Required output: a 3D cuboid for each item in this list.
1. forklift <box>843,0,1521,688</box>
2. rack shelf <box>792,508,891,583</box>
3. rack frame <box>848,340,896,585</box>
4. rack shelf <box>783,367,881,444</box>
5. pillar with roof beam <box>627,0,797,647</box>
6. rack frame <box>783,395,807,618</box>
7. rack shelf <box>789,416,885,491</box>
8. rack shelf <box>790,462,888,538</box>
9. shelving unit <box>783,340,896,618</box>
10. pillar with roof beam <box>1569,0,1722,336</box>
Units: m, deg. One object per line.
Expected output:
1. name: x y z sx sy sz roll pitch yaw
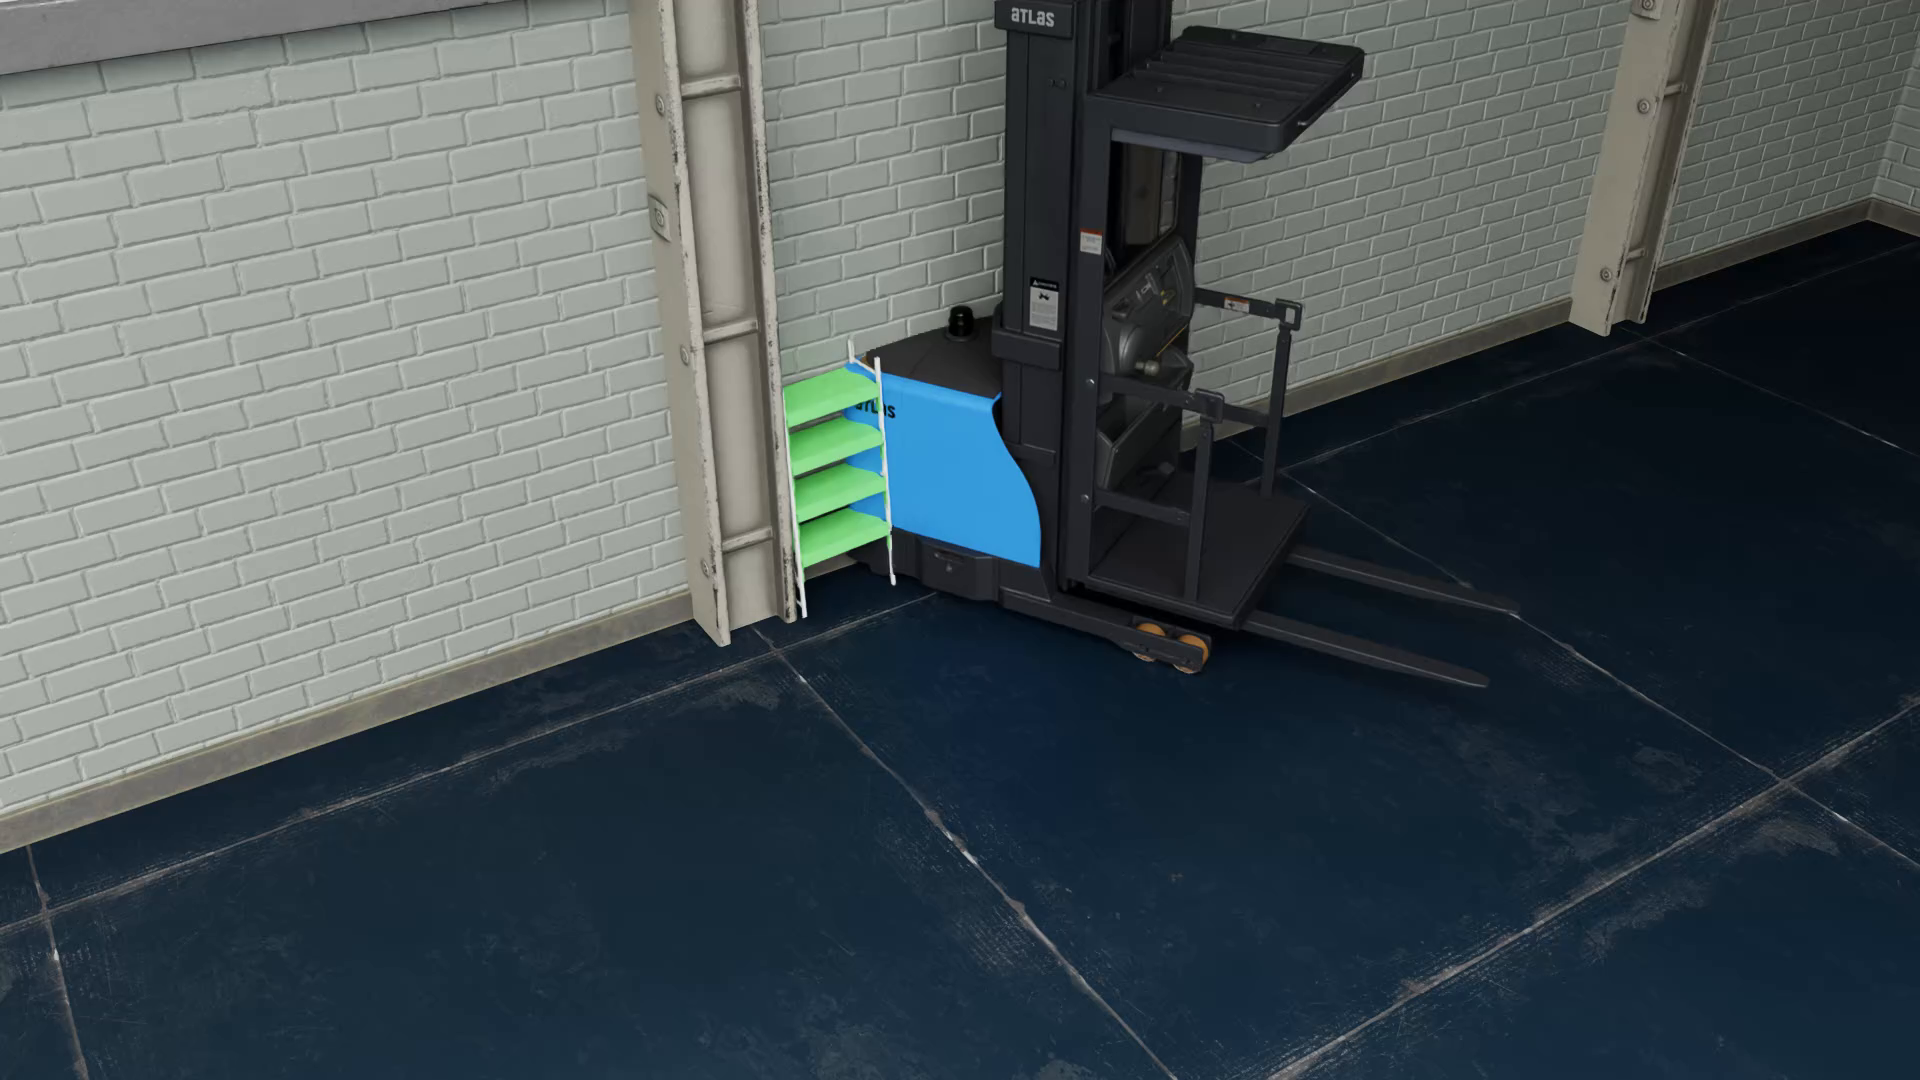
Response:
1. forklift: 0.993 -0.978 7.054 3.031 2.935 1.130 16 35 23
2. rack shelf: -0.592 0.003 7.739 0.480 0.148 0.258 -22 37 -28
3. rack frame: -0.404 -0.336 7.694 0.015 1.200 0.240 -22 37 -28
4. rack shelf: -0.620 -0.609 7.360 0.480 0.148 0.258 -22 37 -28
5. pillar with roof beam: 1.335 -1.519 2.224 0.400 9.000 9.100 -19 37 -27
6. rack frame: -0.803 -0.175 7.464 0.015 1.200 0.240 -22 37 -28
7. rack shelf: -0.611 -0.405 7.487 0.480 0.148 0.258 -22 37 -28
8. rack shelf: -0.601 -0.201 7.613 0.480 0.148 0.258 -22 37 -28
9. shelving unit: -0.604 -0.255 7.579 0.503 1.200 0.258 -22 37 -28
10. pillar with roof beam: 6.378 -3.254 4.973 0.400 9.000 9.100 -19 37 -27
